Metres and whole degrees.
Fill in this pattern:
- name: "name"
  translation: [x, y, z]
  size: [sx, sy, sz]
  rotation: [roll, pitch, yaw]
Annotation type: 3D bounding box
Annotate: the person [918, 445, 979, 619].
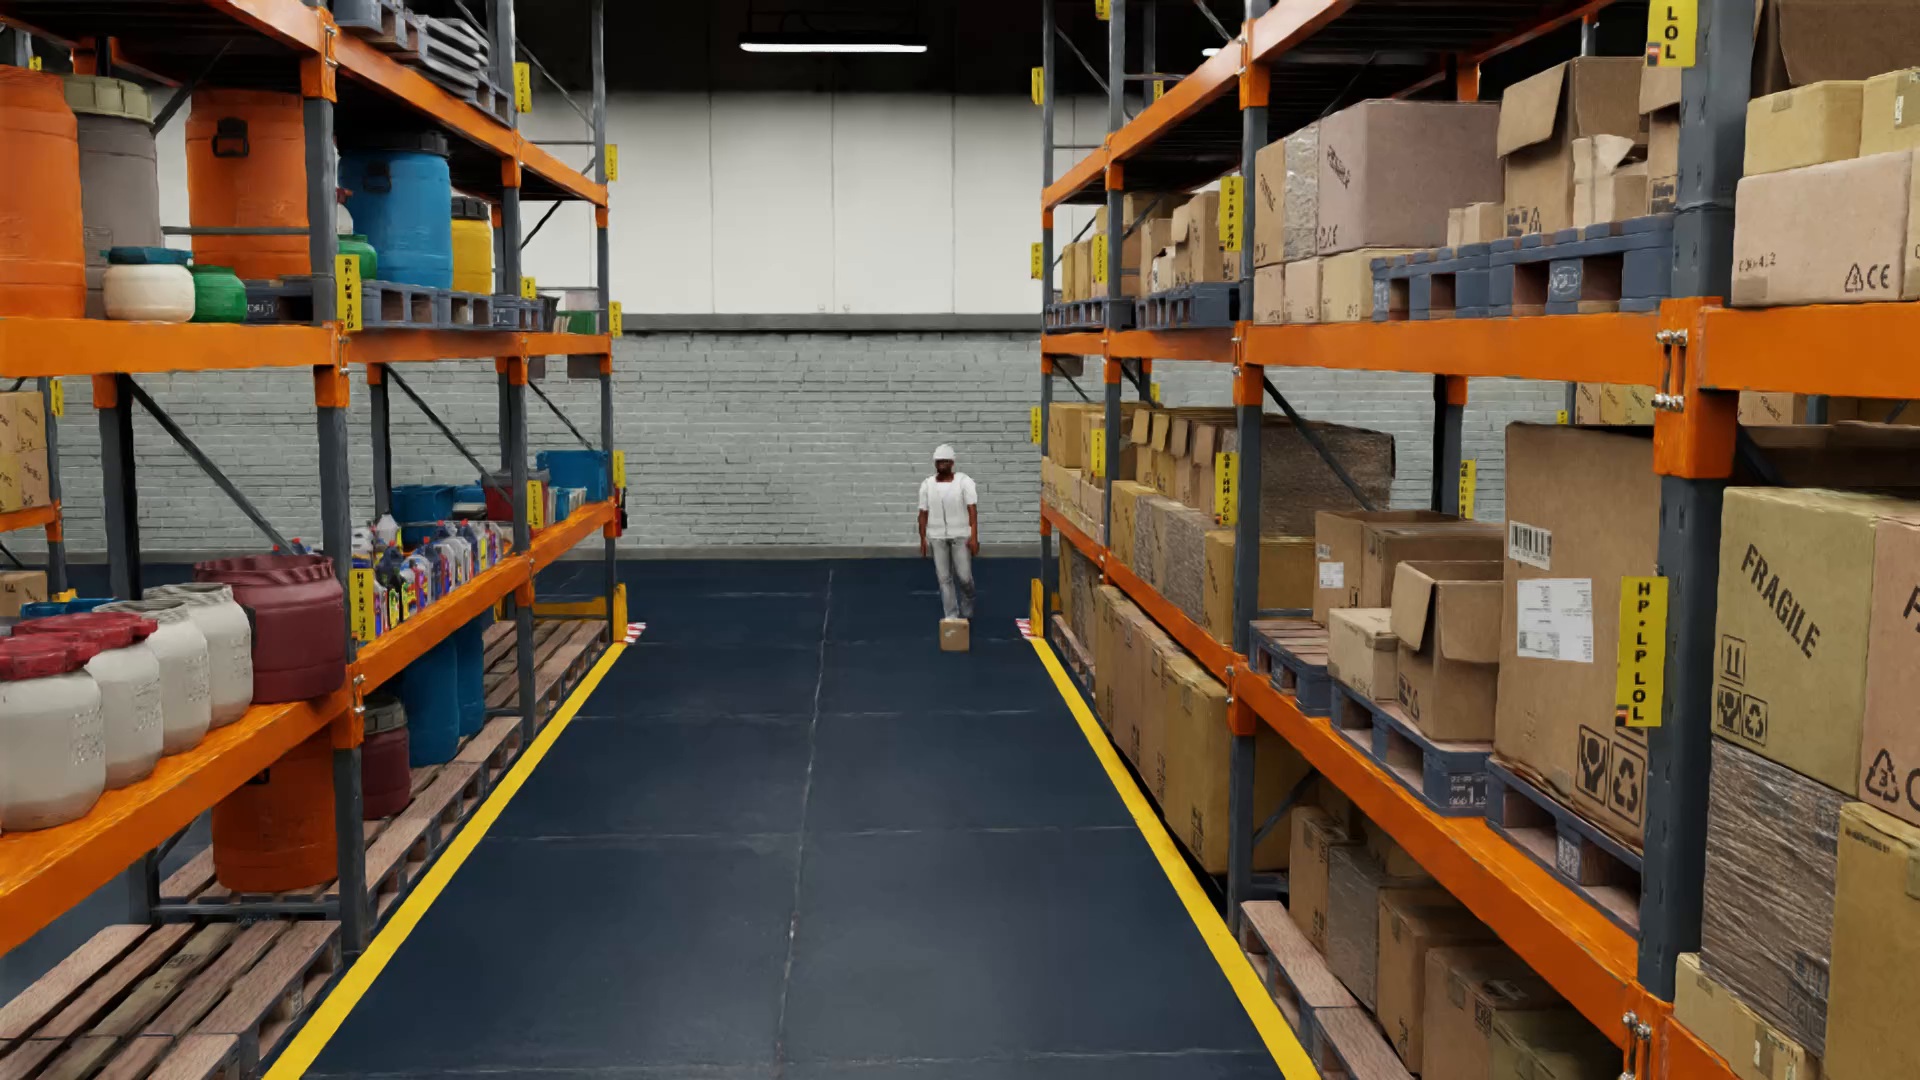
- name: "person"
  translation: [-0.101, -0.028, 15.797]
  size: [0.606, 1.758, 0.669]
  rotation: [1, 7, 11]
